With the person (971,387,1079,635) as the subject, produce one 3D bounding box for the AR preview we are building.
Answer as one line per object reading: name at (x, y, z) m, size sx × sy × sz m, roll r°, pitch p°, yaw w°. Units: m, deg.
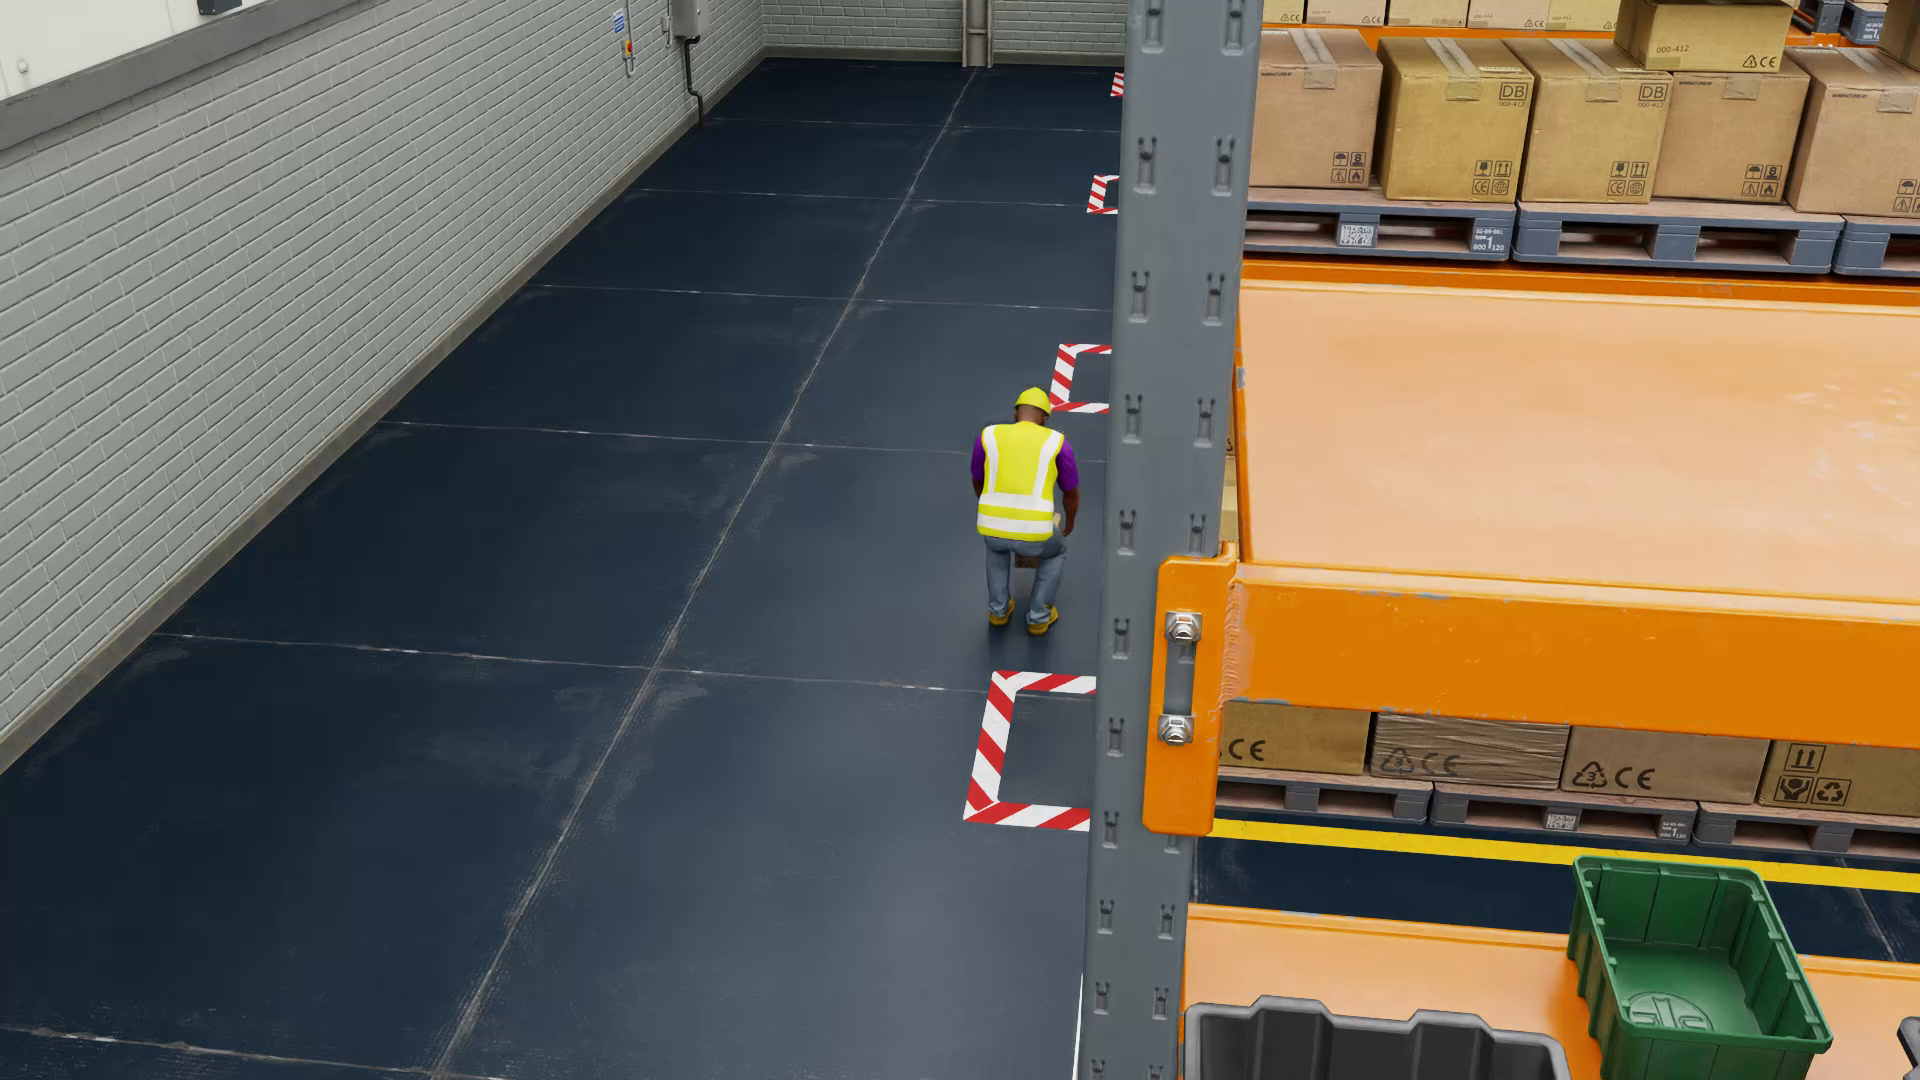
person at (0.335, -0.150, 9.468) m, size 0.630 × 1.317 × 0.802 m, roll 9°, pitch 29°, yaw 16°
